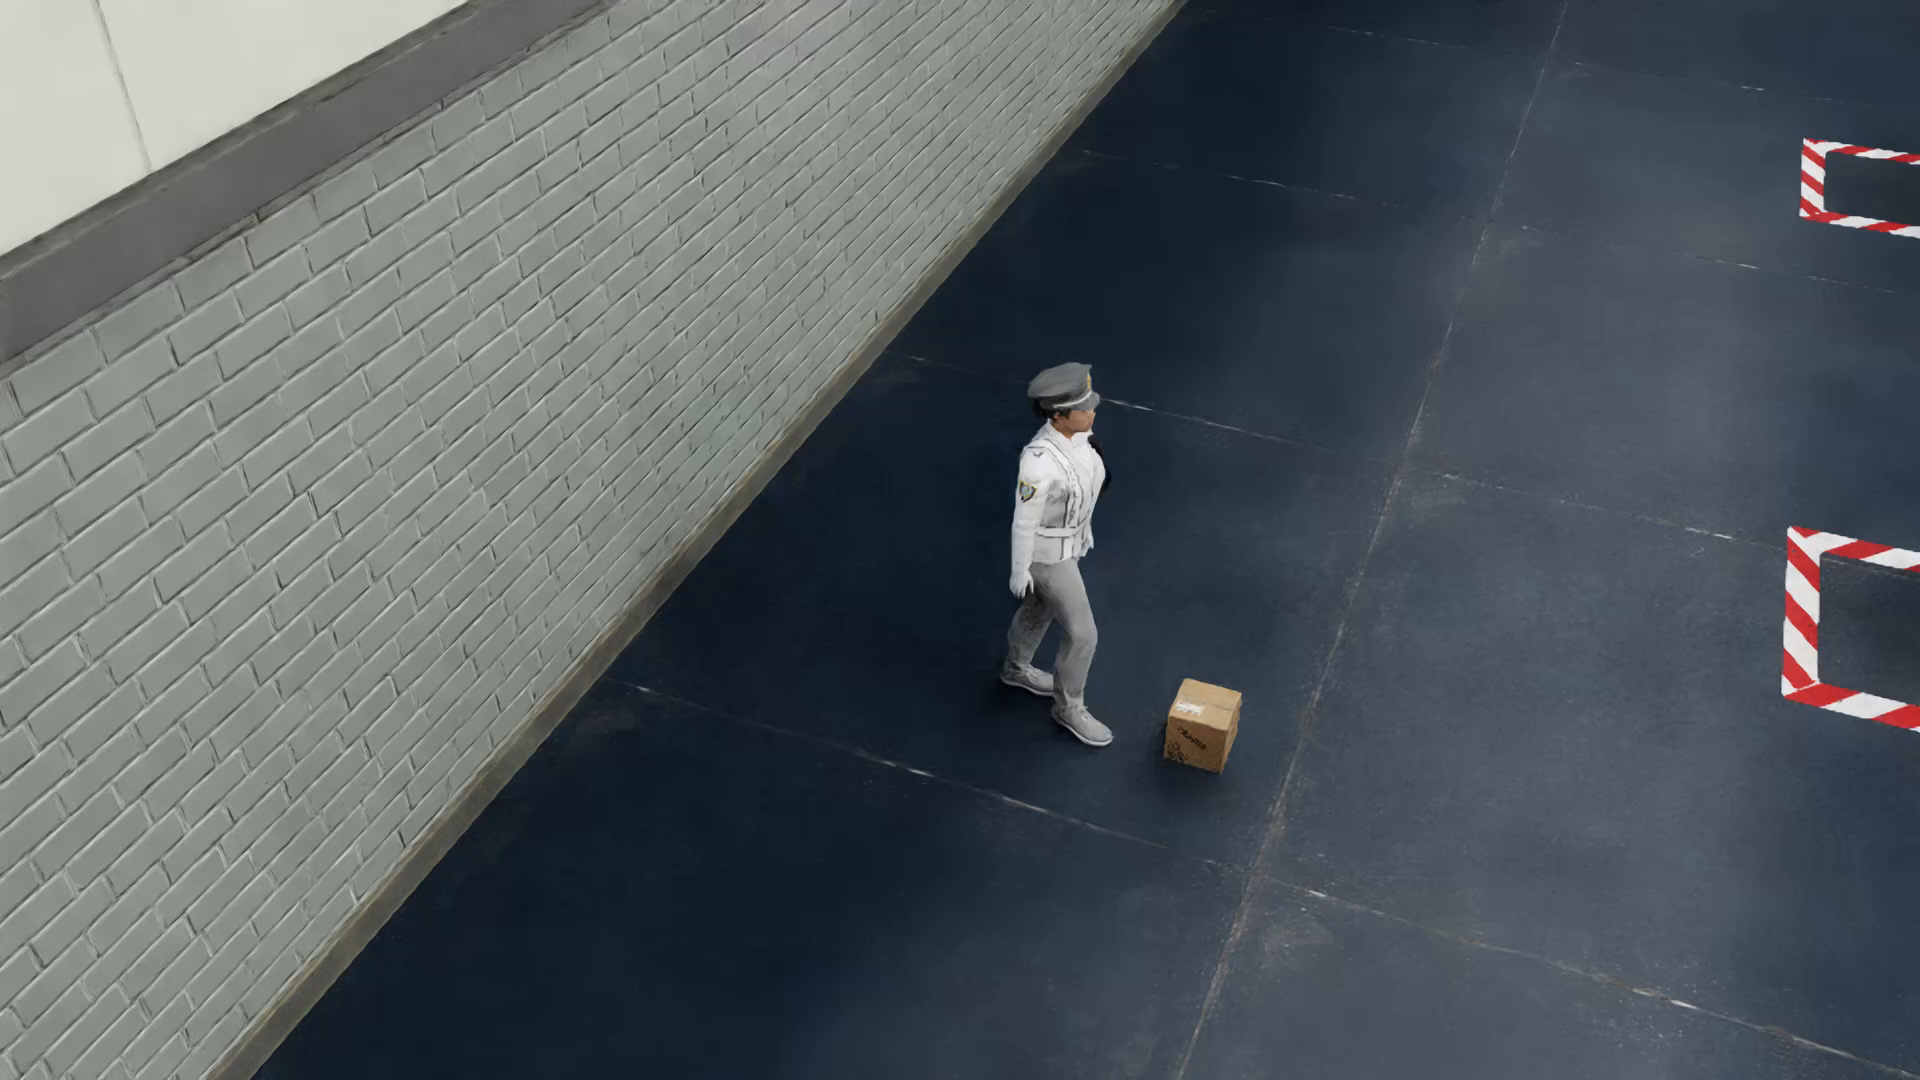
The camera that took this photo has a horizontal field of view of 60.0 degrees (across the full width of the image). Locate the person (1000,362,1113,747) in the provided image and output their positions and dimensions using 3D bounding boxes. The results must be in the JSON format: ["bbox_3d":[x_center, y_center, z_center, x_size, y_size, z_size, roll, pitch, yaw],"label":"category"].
[{"bbox_3d":[0.441,0.025,6.750,0.576,1.682,0.478,13,40,17],"label":"person"}]
